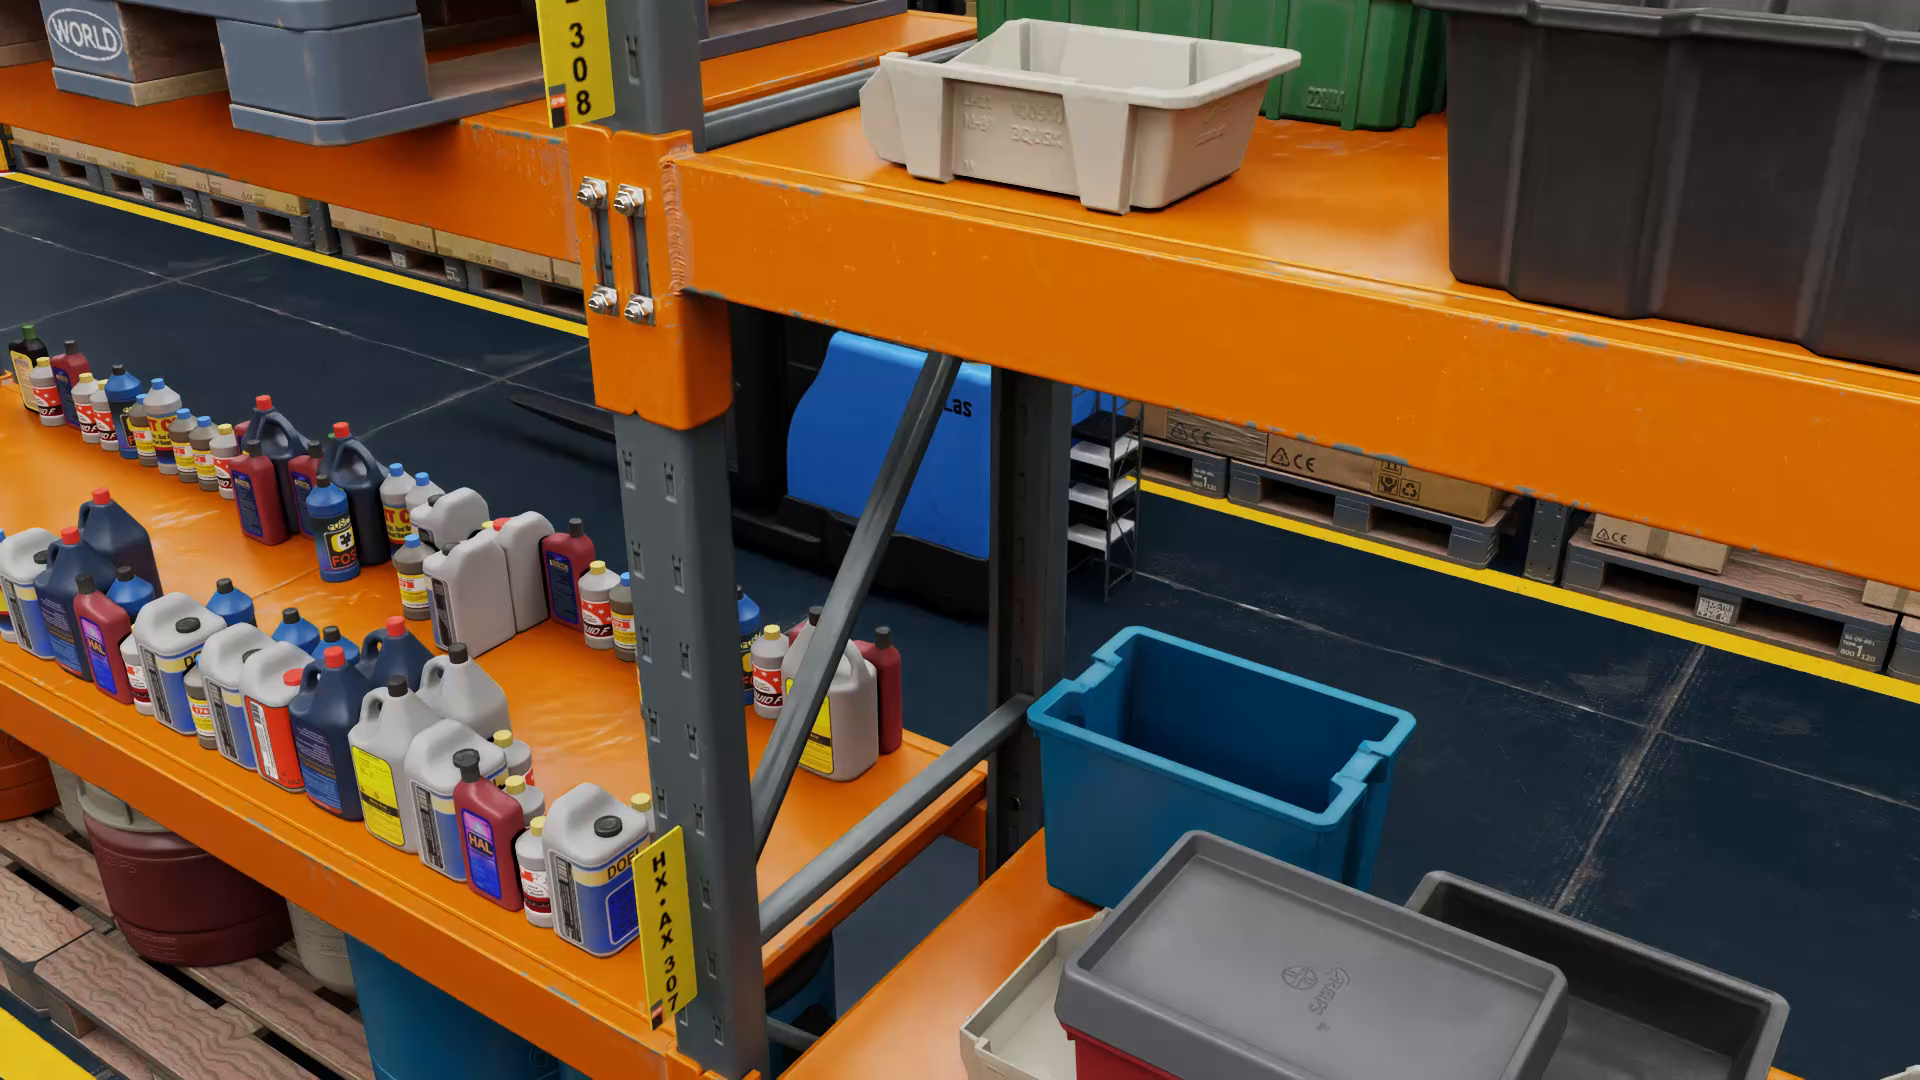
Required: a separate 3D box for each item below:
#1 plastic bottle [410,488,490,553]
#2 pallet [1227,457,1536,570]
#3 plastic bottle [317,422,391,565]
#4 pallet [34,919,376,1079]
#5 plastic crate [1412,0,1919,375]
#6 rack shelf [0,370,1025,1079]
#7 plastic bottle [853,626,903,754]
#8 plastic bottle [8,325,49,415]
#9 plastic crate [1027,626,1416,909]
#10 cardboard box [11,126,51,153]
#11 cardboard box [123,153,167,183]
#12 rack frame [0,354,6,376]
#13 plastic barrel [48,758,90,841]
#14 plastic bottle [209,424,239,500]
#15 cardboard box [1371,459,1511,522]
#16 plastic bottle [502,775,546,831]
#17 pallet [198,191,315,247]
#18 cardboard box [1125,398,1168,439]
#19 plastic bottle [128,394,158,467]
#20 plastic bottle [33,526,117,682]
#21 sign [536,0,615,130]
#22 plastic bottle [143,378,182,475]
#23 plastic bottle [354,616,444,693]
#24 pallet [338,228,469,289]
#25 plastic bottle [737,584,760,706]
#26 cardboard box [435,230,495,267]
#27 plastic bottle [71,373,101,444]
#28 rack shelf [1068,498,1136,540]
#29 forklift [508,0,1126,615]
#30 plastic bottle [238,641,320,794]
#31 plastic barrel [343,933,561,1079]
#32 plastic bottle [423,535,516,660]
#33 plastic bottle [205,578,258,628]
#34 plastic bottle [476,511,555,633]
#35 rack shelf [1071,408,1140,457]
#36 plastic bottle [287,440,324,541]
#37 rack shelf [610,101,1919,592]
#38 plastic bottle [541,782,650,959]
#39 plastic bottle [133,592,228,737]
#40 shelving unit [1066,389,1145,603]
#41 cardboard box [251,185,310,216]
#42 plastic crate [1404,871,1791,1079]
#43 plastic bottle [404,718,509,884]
[{"bbox_3d":[-1.248,-0.001,4.082,0.135,0.276,0.152,17,32,30],"label":"plastic bottle"},{"bbox_3d":[1.988,-0.301,7.608,1.213,0.211,1.003,17,32,30],"label":"pallet"},{"bbox_3d":[-1.537,-0.127,4.247,0.185,0.351,0.144,17,32,30],"label":"plastic bottle"},{"bbox_3d":[-1.750,1.218,4.624,1.213,0.211,1.003,17,32,30],"label":"pallet"},{"bbox_3d":[0.741,-0.355,1.477,0.590,0.269,0.497,17,32,30],"label":"plastic crate"},{"bbox_3d":[-1.776,0.309,4.129,4.000,0.370,1.077,17,32,30],"label":"rack shelf"},{"bbox_3d":[-0.188,0.300,3.481,0.133,0.283,0.061,17,32,30],"label":"plastic bottle"},{"bbox_3d":[-2.849,-0.529,5.110,0.133,0.283,0.061,17,32,30],"label":"plastic bottle"},{"bbox_3d":[0.451,0.475,2.961,0.575,0.384,0.392,17,32,30],"label":"plastic crate"},{"bbox_3d":[-6.895,-3.171,12.743,0.500,0.250,0.500,17,32,30],"label":"cardboard box"},{"bbox_3d":[-5.660,-2.785,11.985,0.500,0.250,0.500,17,32,30],"label":"cardboard box"},{"bbox_3d":[-3.424,-0.525,4.975,0.127,3.000,1.000,17,32,30],"label":"rack frame"},{"bbox_3d":[-2.496,0.627,4.990,0.421,0.512,0.421,0,27,0],"label":"plastic barrel"},{"bbox_3d":[-2.013,-0.221,4.597,0.097,0.201,0.097,0,27,0],"label":"plastic bottle"},{"bbox_3d":[2.111,-0.450,7.099,0.500,0.500,0.500,17,32,30],"label":"cardboard box"},{"bbox_3d":[-0.822,0.534,3.113,0.097,0.201,0.097,0,27,0],"label":"plastic bottle"},{"bbox_3d":[-4.546,-2.380,11.694,1.213,0.211,1.003,17,32,30],"label":"pallet"},{"bbox_3d":[0.875,-0.839,7.863,0.500,0.500,0.500,16,31,29],"label":"cardboard box"},{"bbox_3d":[-2.334,-0.321,4.794,0.097,0.201,0.097,0,27,0],"label":"plastic bottle"},{"bbox_3d":[-1.978,0.127,3.747,0.185,0.351,0.144,17,32,30],"label":"plastic bottle"},{"bbox_3d":[-0.440,-0.634,1.871,0.005,0.325,0.100,17,32,30],"label":"sign"},{"bbox_3d":[-2.254,-0.328,4.729,0.097,0.271,0.097,0,27,0],"label":"plastic bottle"},{"bbox_3d":[-1.141,0.309,3.390,0.185,0.351,0.144,17,32,30],"label":"plastic bottle"},{"bbox_3d":[-3.285,-1.986,10.919,1.213,0.211,1.003,17,32,30],"label":"pallet"},{"bbox_3d":[-0.484,0.224,3.645,0.097,0.271,0.097,0,27,0],"label":"plastic bottle"},{"bbox_3d":[-2.873,-1.905,10.255,0.500,0.250,0.500,16,31,29],"label":"cardboard box"},{"bbox_3d":[-2.575,-0.396,4.941,0.097,0.201,0.097,0,27,0],"label":"plastic bottle"},{"bbox_3d":[0.573,-0.105,6.736,0.200,0.077,0.258,18,32,31],"label":"rack shelf"},{"bbox_3d":[-0.786,-1.524,7.013,3.031,2.935,1.130,18,32,31],"label":"forklift"},{"bbox_3d":[-1.352,0.354,3.385,0.135,0.276,0.152,17,32,30],"label":"plastic bottle"},{"bbox_3d":[-1.150,0.922,3.981,0.708,0.901,0.600,17,32,30],"label":"plastic barrel"},{"bbox_3d":[-1.143,0.115,3.853,0.135,0.276,0.152,17,32,30],"label":"plastic bottle"},{"bbox_3d":[-1.599,0.210,3.672,0.097,0.271,0.097,0,27,0],"label":"plastic bottle"},{"bbox_3d":[-1.056,0.058,3.965,0.135,0.276,0.152,17,32,30],"label":"plastic bottle"},{"bbox_3d":[0.573,-0.426,6.572,0.200,0.077,0.258,18,32,31],"label":"rack shelf"},{"bbox_3d":[-1.680,-0.131,4.328,0.133,0.283,0.061,17,32,30],"label":"plastic bottle"},{"bbox_3d":[1.521,-0.001,1.430,4.000,0.370,1.077,17,32,30],"label":"rack shelf"},{"bbox_3d":[-0.635,0.577,2.946,0.135,0.276,0.152,17,32,30],"label":"plastic bottle"},{"bbox_3d":[-1.654,0.260,3.570,0.135,0.276,0.152,17,32,30],"label":"plastic bottle"},{"bbox_3d":[0.573,-0.215,6.680,0.210,0.900,0.258,18,32,31],"label":"shelving unit"},{"bbox_3d":[-4.420,-2.402,11.232,0.500,0.250,0.500,17,32,30],"label":"cardboard box"},{"bbox_3d":[0.947,0.785,2.638,0.590,0.125,0.437,17,32,30],"label":"plastic crate"},{"bbox_3d":[-0.936,0.483,3.130,0.135,0.276,0.152,17,32,30],"label":"plastic bottle"}]
